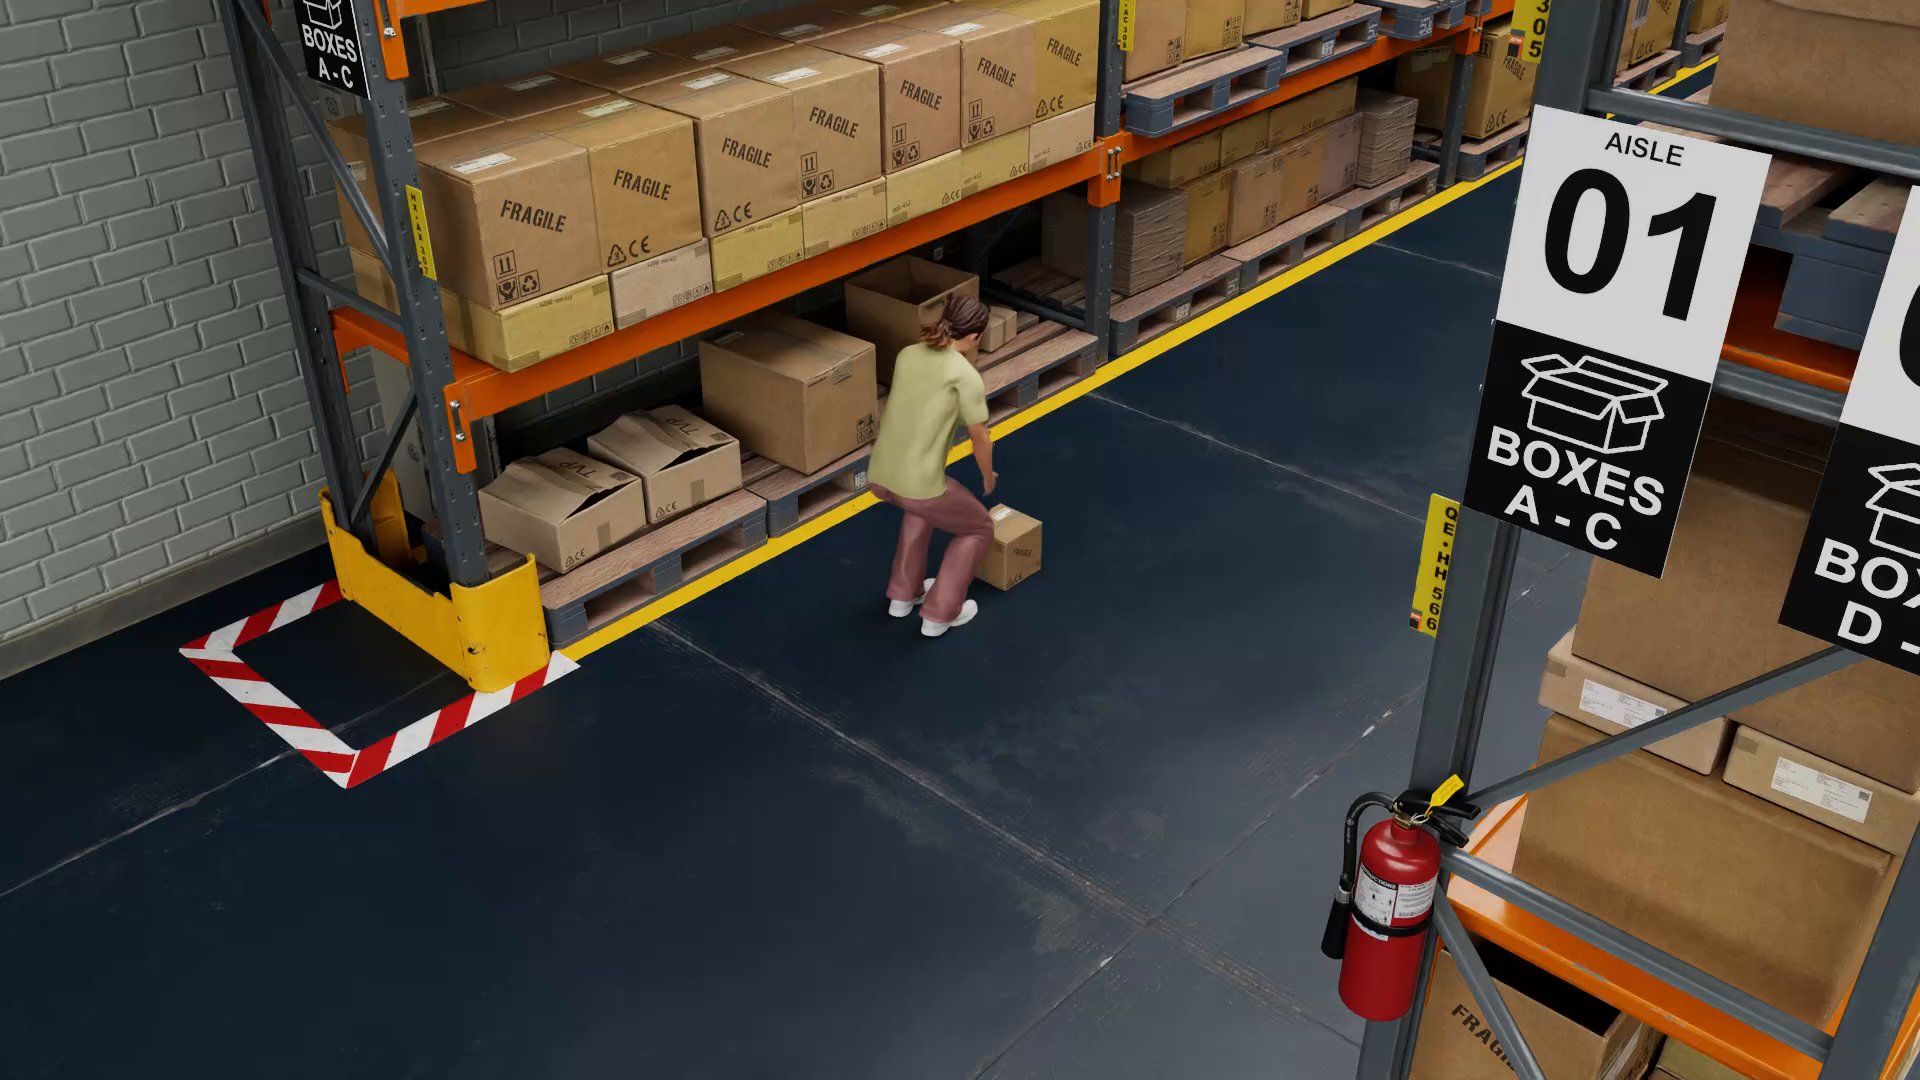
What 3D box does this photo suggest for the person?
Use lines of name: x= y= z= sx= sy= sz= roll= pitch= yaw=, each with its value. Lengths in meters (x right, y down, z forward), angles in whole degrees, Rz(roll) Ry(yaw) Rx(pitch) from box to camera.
person: x=-0.117 y=-0.306 z=6.915 sx=0.510 sy=1.390 sz=0.635 roll=26 pitch=40 yaw=35
